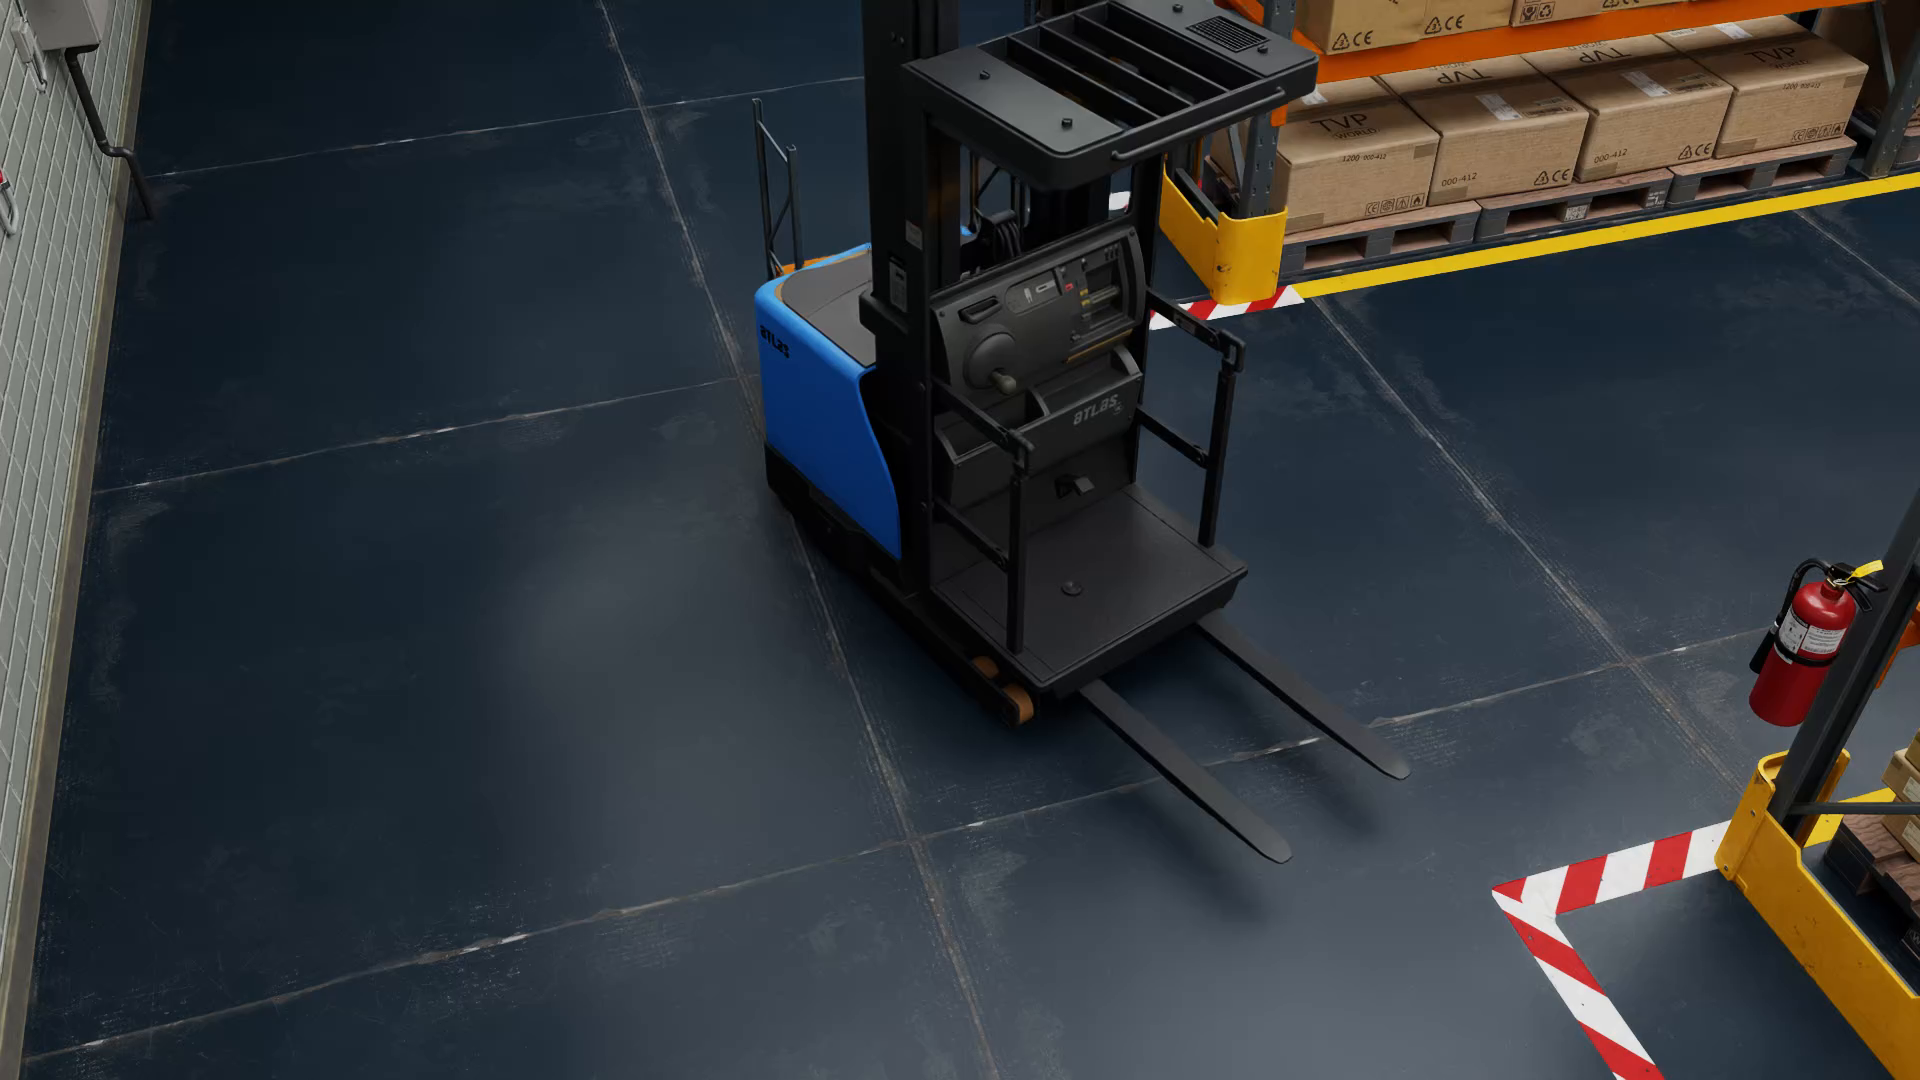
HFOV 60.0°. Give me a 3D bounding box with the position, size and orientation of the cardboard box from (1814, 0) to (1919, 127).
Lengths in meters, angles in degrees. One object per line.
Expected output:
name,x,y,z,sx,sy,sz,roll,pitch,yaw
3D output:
cardboard box,5.742,-3.063,9.772,0.875,0.875,0.875,-10,42,-12

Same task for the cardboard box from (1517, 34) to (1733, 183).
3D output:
cardboard box,3.690,-2.492,9.451,0.875,0.438,0.875,-13,43,-14

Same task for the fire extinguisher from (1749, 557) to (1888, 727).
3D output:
fire extinguisher,2.564,0.274,4.999,0.183,0.674,0.296,-12,42,-13

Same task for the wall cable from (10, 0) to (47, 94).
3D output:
wall cable,-4.449,-2.883,7.498,0.122,1.984,0.588,-12,42,-13

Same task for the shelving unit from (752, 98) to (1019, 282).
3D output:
shelving unit,-0.323,-1.310,7.609,1.083,1.500,0.587,-16,44,-17

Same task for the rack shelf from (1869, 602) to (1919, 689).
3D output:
rack shelf,4.850,0.220,5.265,4.000,0.370,1.077,-12,42,-13

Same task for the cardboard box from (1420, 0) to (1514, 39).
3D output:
cardboard box,2.377,-2.812,8.113,0.500,0.500,0.500,-12,43,-14

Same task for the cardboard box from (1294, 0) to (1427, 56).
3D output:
cardboard box,1.903,-2.695,7.978,0.500,0.500,0.500,-12,43,-13

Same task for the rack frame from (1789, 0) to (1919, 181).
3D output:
rack frame,5.175,-3.533,9.014,0.127,3.000,1.000,-12,42,-13

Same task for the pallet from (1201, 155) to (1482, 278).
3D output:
pallet,2.098,-1.899,9.263,1.213,0.211,1.003,-12,42,-13

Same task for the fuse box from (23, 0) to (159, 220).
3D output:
fuse box,-4.504,-2.475,8.782,0.414,1.711,0.539,-12,42,-13

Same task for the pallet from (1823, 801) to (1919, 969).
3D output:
pallet,3.801,1.241,5.669,1.213,0.211,1.003,-12,42,-13

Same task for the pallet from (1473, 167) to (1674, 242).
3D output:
pallet,3.260,-2.138,9.537,1.213,0.211,1.003,-12,42,-13

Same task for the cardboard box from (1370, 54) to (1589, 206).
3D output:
cardboard box,2.829,-2.315,9.248,0.875,0.438,0.875,-11,42,-12

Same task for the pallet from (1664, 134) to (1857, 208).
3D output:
pallet,4.426,-2.381,9.815,1.213,0.211,1.003,-12,42,-13

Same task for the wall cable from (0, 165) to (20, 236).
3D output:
wall cable,-4.012,-2.008,6.472,0.123,1.953,0.585,-12,42,-13

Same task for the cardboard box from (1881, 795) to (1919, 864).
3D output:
cardboard box,3.382,1.025,5.645,0.250,0.149,0.380,-11,42,-12

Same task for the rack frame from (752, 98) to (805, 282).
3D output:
rack frame,-0.781,-1.180,7.461,0.032,1.500,0.500,-16,44,-17

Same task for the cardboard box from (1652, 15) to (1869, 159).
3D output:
cardboard box,4.543,-2.669,9.654,0.875,0.438,0.875,-12,43,-14

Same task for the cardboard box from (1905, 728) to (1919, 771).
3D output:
cardboard box,3.371,0.772,5.482,0.250,0.149,0.380,-11,42,-13

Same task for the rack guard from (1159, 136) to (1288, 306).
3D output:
rack guard,1.336,-1.796,8.926,0.348,0.500,1.175,-12,42,-13

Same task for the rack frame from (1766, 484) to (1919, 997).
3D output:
rack frame,2.943,0.344,4.576,0.127,3.000,1.000,-12,42,-13

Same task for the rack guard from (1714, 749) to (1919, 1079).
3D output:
rack guard,3.015,1.271,5.416,0.348,0.500,1.175,-12,42,-13

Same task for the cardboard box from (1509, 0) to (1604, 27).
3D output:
cardboard box,2.868,-2.901,8.215,0.500,0.500,0.500,-12,43,-13

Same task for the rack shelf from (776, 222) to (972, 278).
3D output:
rack shelf,-0.314,-1.177,7.730,1.000,0.185,0.538,-16,44,-17

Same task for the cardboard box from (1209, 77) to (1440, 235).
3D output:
cardboard box,1.959,-2.129,9.035,0.875,0.438,0.875,-13,43,-15

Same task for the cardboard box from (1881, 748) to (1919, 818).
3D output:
cardboard box,3.360,0.864,5.602,0.250,0.149,0.380,-13,43,-14

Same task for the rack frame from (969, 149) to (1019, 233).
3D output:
rack frame,0.153,-1.444,7.763,0.032,1.500,0.500,-16,44,-17

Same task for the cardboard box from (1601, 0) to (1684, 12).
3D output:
cardboard box,3.341,-3.011,8.340,0.500,0.500,0.500,-10,42,-12

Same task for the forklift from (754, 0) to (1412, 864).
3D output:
forklift,0.433,-0.757,5.889,1.130,2.935,3.031,-27,48,-27

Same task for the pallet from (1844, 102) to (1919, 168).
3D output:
pallet,5.888,-2.682,10.160,1.213,0.211,1.003,-12,42,-13

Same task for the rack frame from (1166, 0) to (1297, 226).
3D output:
rack frame,1.359,-2.742,8.109,0.127,3.000,1.000,-12,42,-13

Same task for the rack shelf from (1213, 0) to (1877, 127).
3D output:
rack shelf,3.267,-2.867,8.798,4.000,0.370,1.077,-12,42,-13
